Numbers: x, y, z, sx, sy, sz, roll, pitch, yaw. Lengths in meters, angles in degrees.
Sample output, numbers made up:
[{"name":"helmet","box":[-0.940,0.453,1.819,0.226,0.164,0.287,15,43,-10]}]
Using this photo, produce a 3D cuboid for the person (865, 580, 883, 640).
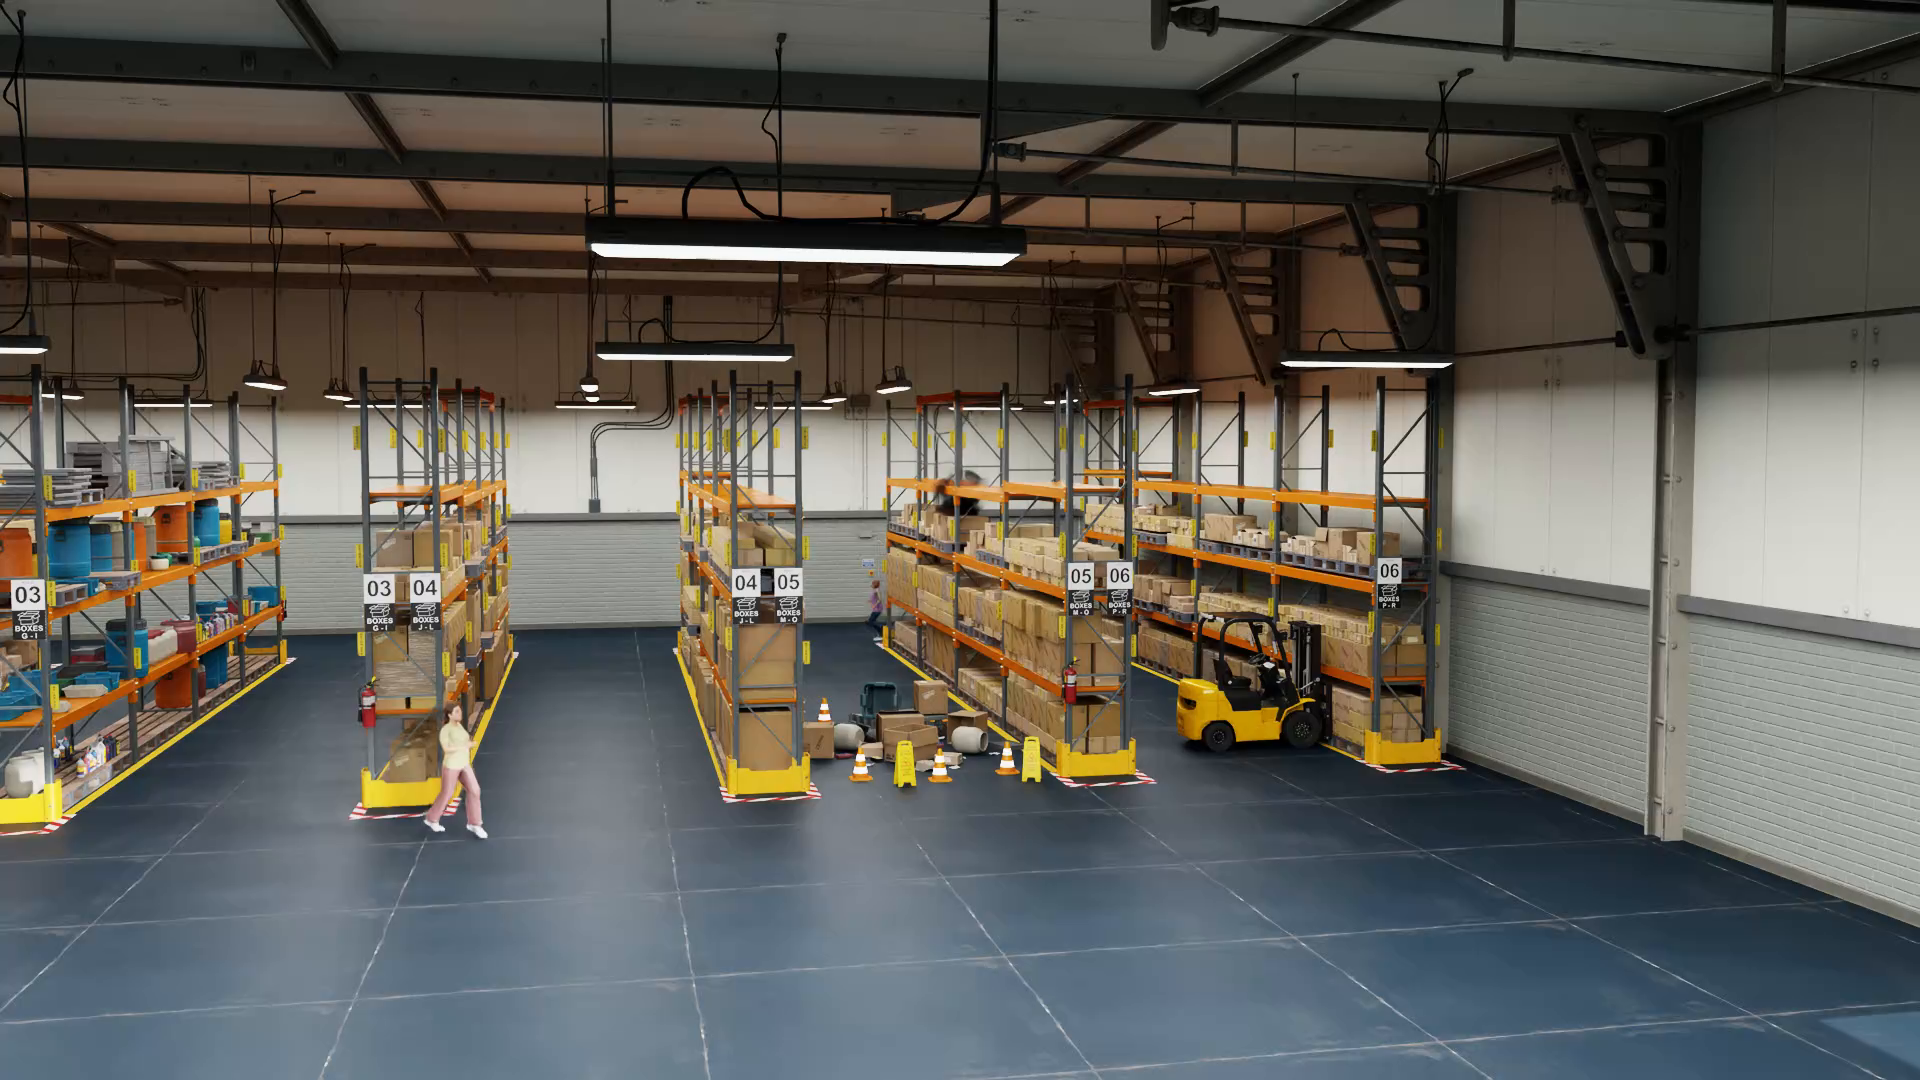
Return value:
[{"name":"person","box":[-2.117,1.760,41.679,0.566,1.546,0.559,0,3,1]}]

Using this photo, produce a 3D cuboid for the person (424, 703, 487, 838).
[{"name":"person","box":[-6.393,2.904,21.013,0.845,1.707,0.554,1,4,20]}]

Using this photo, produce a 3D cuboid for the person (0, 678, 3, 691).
[{"name":"person","box":[-15.902,2.621,27.115,0.522,1.554,0.598,-2,4,-30]}]
